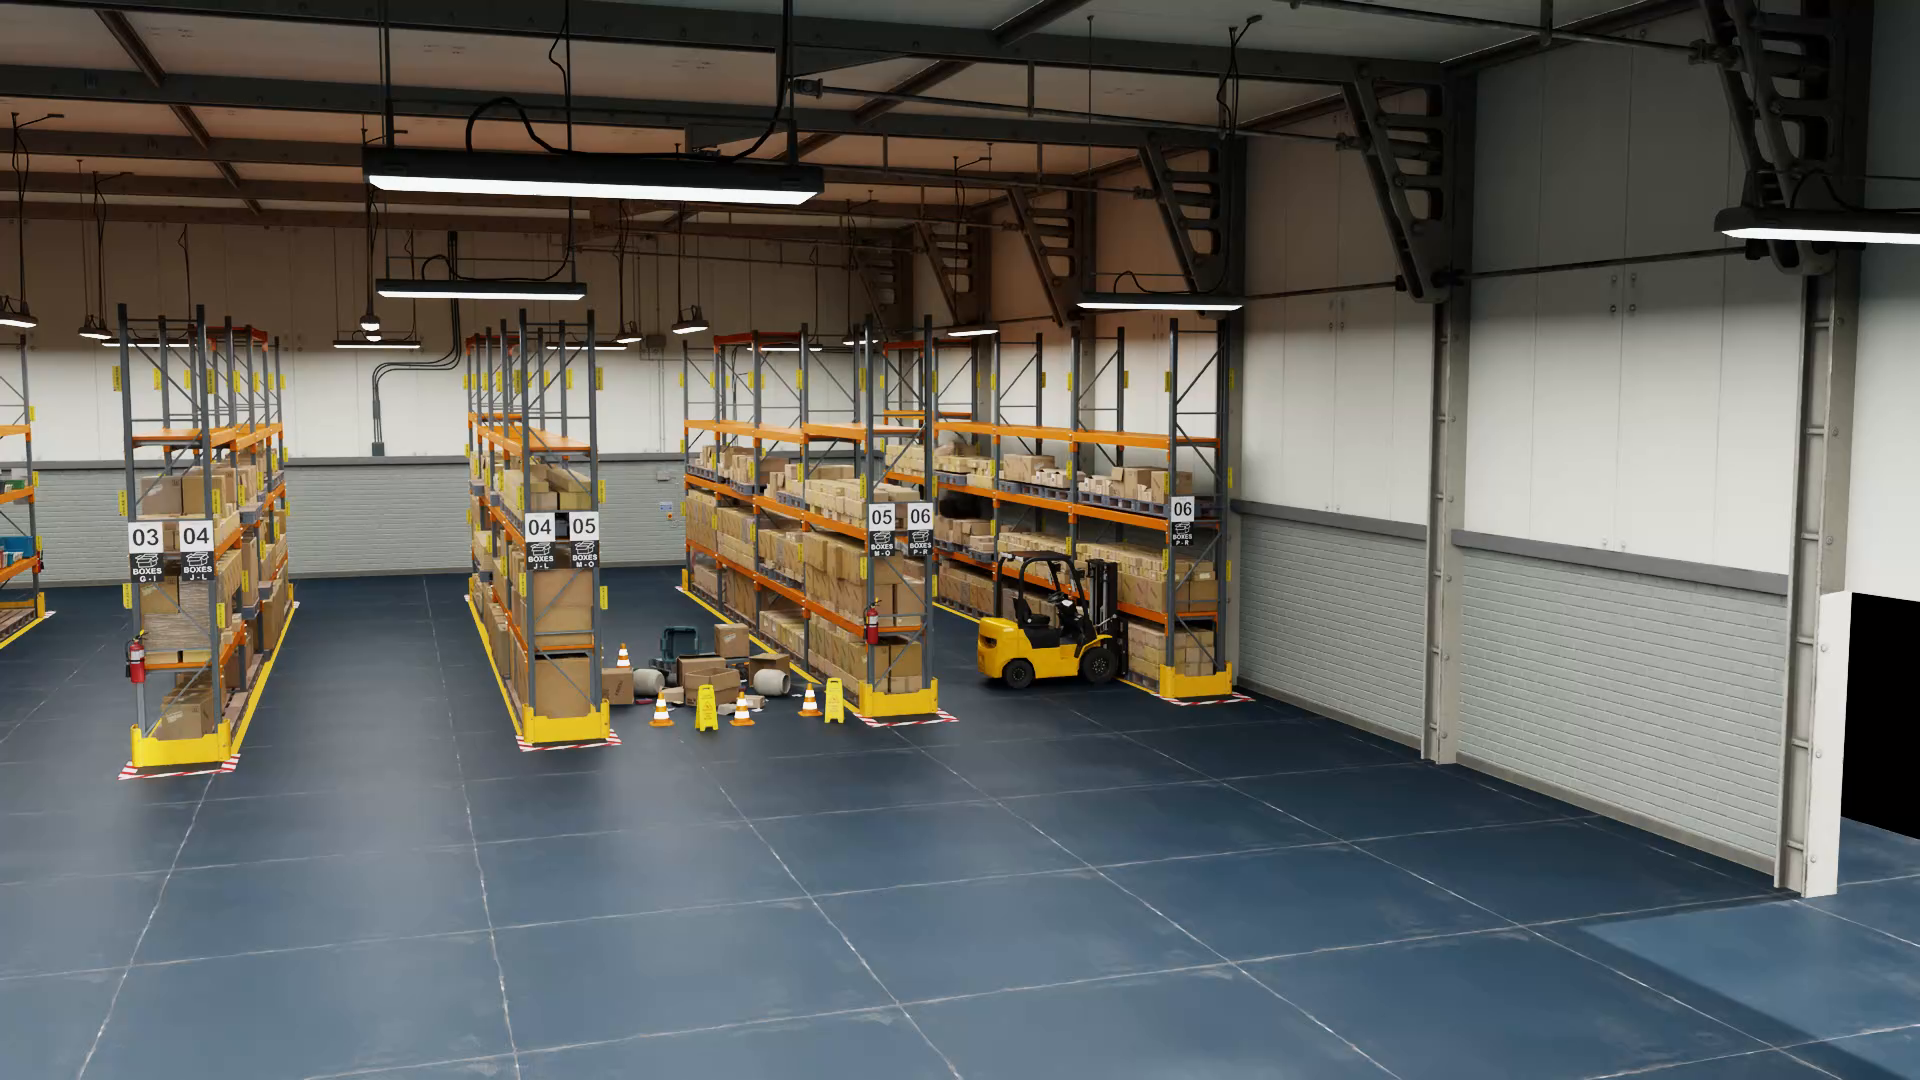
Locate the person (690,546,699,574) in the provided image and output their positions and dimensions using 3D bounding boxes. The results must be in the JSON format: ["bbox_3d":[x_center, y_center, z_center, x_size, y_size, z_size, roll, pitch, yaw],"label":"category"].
[{"bbox_3d":[-6.547,0.258,41.224,0.743,1.641,0.531,0,5,2],"label":"person"}]
